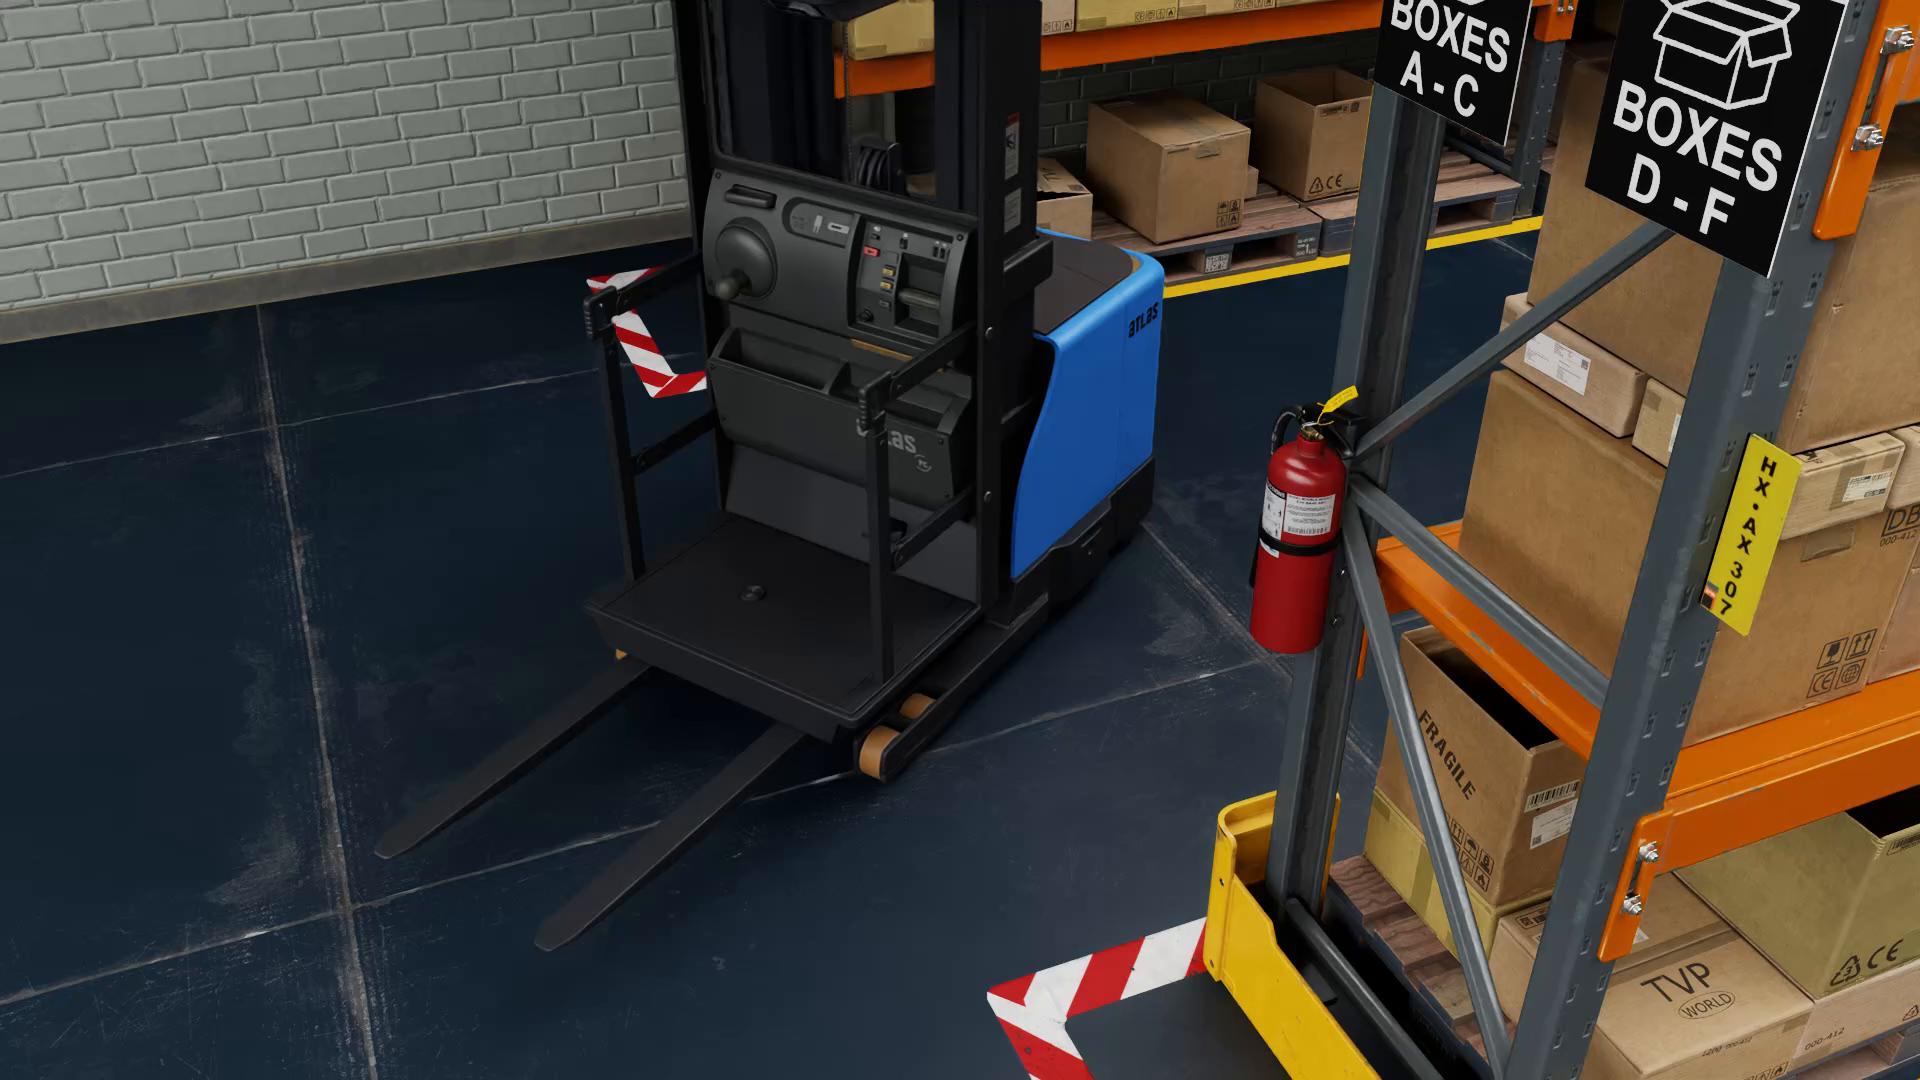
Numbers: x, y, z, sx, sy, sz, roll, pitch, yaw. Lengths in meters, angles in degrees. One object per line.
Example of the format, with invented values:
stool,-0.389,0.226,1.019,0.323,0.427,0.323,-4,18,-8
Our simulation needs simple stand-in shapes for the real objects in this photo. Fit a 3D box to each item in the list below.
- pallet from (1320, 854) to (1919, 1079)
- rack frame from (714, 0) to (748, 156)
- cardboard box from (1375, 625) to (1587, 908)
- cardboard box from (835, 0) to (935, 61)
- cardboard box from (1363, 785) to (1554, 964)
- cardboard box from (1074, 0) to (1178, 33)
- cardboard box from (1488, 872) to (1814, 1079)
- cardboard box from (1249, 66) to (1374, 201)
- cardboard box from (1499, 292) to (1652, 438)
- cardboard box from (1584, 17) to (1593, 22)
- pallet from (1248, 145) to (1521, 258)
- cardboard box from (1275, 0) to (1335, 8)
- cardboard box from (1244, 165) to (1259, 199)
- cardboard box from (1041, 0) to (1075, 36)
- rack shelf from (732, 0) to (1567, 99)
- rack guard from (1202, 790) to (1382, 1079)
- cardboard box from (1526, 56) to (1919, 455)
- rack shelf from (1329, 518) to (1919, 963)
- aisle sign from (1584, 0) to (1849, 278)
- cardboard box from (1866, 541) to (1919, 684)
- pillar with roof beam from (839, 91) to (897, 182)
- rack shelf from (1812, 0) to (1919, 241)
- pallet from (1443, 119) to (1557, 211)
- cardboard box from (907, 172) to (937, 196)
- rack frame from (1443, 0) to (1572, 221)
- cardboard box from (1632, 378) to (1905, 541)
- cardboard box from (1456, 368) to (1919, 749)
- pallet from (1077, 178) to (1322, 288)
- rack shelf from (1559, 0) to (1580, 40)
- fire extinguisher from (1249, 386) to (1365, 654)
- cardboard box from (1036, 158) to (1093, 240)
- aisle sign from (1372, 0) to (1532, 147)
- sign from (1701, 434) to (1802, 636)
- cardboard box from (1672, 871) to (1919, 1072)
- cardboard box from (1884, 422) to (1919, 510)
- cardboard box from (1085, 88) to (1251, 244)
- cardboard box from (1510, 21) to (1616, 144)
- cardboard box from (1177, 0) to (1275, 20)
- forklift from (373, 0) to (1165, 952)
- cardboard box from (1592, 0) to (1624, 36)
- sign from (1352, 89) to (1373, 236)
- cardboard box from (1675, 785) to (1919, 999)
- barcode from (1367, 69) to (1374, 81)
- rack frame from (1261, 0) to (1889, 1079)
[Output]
pallet,1.733,1.097,4.370,1.213,0.211,1.003,-13,35,-19
rack frame,-0.877,-2.379,7.156,0.127,3.000,1.000,-13,35,-19
cardboard box,1.423,0.510,4.164,0.500,0.500,0.500,-13,35,-19
cardboard box,-0.304,-2.268,7.105,0.500,0.250,0.500,-14,36,-20
cardboard box,1.424,0.826,4.367,0.500,0.250,0.500,-13,35,-19
cardboard box,0.641,-2.490,7.445,0.500,0.250,0.500,-13,35,-20
cardboard box,1.625,1.086,3.967,0.500,0.250,0.500,-13,35,-19
cardboard box,1.870,-2.121,8.648,0.500,0.500,0.500,-16,36,-22
cardboard box,1.323,-0.379,3.396,0.250,0.149,0.380,-13,35,-20
cardboard box,3.940,-2.659,9.474,0.500,0.500,0.700,-14,35,-20
pallet,2.205,-1.895,8.970,1.213,0.211,1.003,-13,35,-19
cardboard box,1.571,-2.702,7.771,0.500,0.250,0.500,-13,35,-19
cardboard box,1.329,-1.886,8.608,0.250,0.149,0.380,-16,36,-23
cardboard box,0.169,-2.385,7.284,0.500,0.250,0.500,-14,36,-20
rack shelf,0.967,-2.500,8.002,4.000,0.370,1.077,-13,35,-19
rack guard,1.022,1.164,4.003,0.348,0.500,1.175,-13,35,-19
cardboard box,1.528,-0.578,3.107,0.500,0.500,0.700,-13,35,-19
rack shelf,2.888,-0.010,4.174,4.000,0.370,1.077,-13,35,-19
aisle sign,1.102,-0.811,2.362,0.004,0.787,0.394,-13,35,-19
cardboard box,1.962,-0.136,3.618,0.500,0.500,0.700,-12,35,-18
pillar with roof beam,1.100,-3.312,3.089,0.400,9.000,9.100,-13,35,-19
rack shelf,2.888,-1.267,3.356,4.000,0.370,1.077,-13,35,-19
pallet,3.528,-2.220,9.469,1.213,0.211,1.003,-13,35,-19
cardboard box,-0.204,-1.538,7.925,0.500,0.311,0.500,-17,37,-24
rack frame,2.811,-3.224,8.454,0.127,3.000,1.000,-13,35,-19
cardboard box,1.489,-0.177,3.086,0.250,0.149,0.380,-13,35,-19
cardboard box,1.479,-0.023,3.444,0.500,0.500,0.700,-13,35,-19
pallet,1.079,-1.636,8.570,1.213,0.211,1.003,-13,35,-19
rack shelf,4.655,-3.345,9.299,4.000,0.370,1.077,-13,35,-19
fire extinguisher,0.755,-0.065,3.671,0.183,0.674,0.296,-13,35,-19
cardboard box,0.321,-1.658,8.110,0.500,0.311,0.500,-10,34,-15
aisle sign,0.870,-1.113,2.826,0.004,0.787,0.394,-13,35,-19
sign,1.253,-0.005,2.641,0.005,0.325,0.100,-13,35,-19
cardboard box,2.084,0.979,4.132,0.500,0.250,0.500,-13,35,-19
cardboard box,1.732,-0.235,3.174,0.250,0.149,0.380,-14,36,-20
cardboard box,1.017,-1.867,8.257,0.500,0.500,0.700,-15,36,-22
cardboard box,3.483,-2.524,9.268,0.500,0.500,0.700,-12,35,-17
cardboard box,1.108,-2.595,7.607,0.500,0.250,0.500,-13,35,-19
forklift,-0.496,-0.784,4.768,1.130,2.935,3.031,20,38,27
cardboard box,3.888,-2.933,9.209,0.500,0.250,0.500,-14,35,-20
sign,0.847,-0.750,3.373,0.005,0.325,0.100,-13,35,-19
cardboard box,2.085,0.665,3.926,0.500,0.500,0.500,-13,35,-19
barcode,2.220,-2.501,8.939,0.075,0.075,0.001,-13,35,-19
rack frame,1.044,0.111,3.329,0.127,3.000,1.000,-13,35,-19
